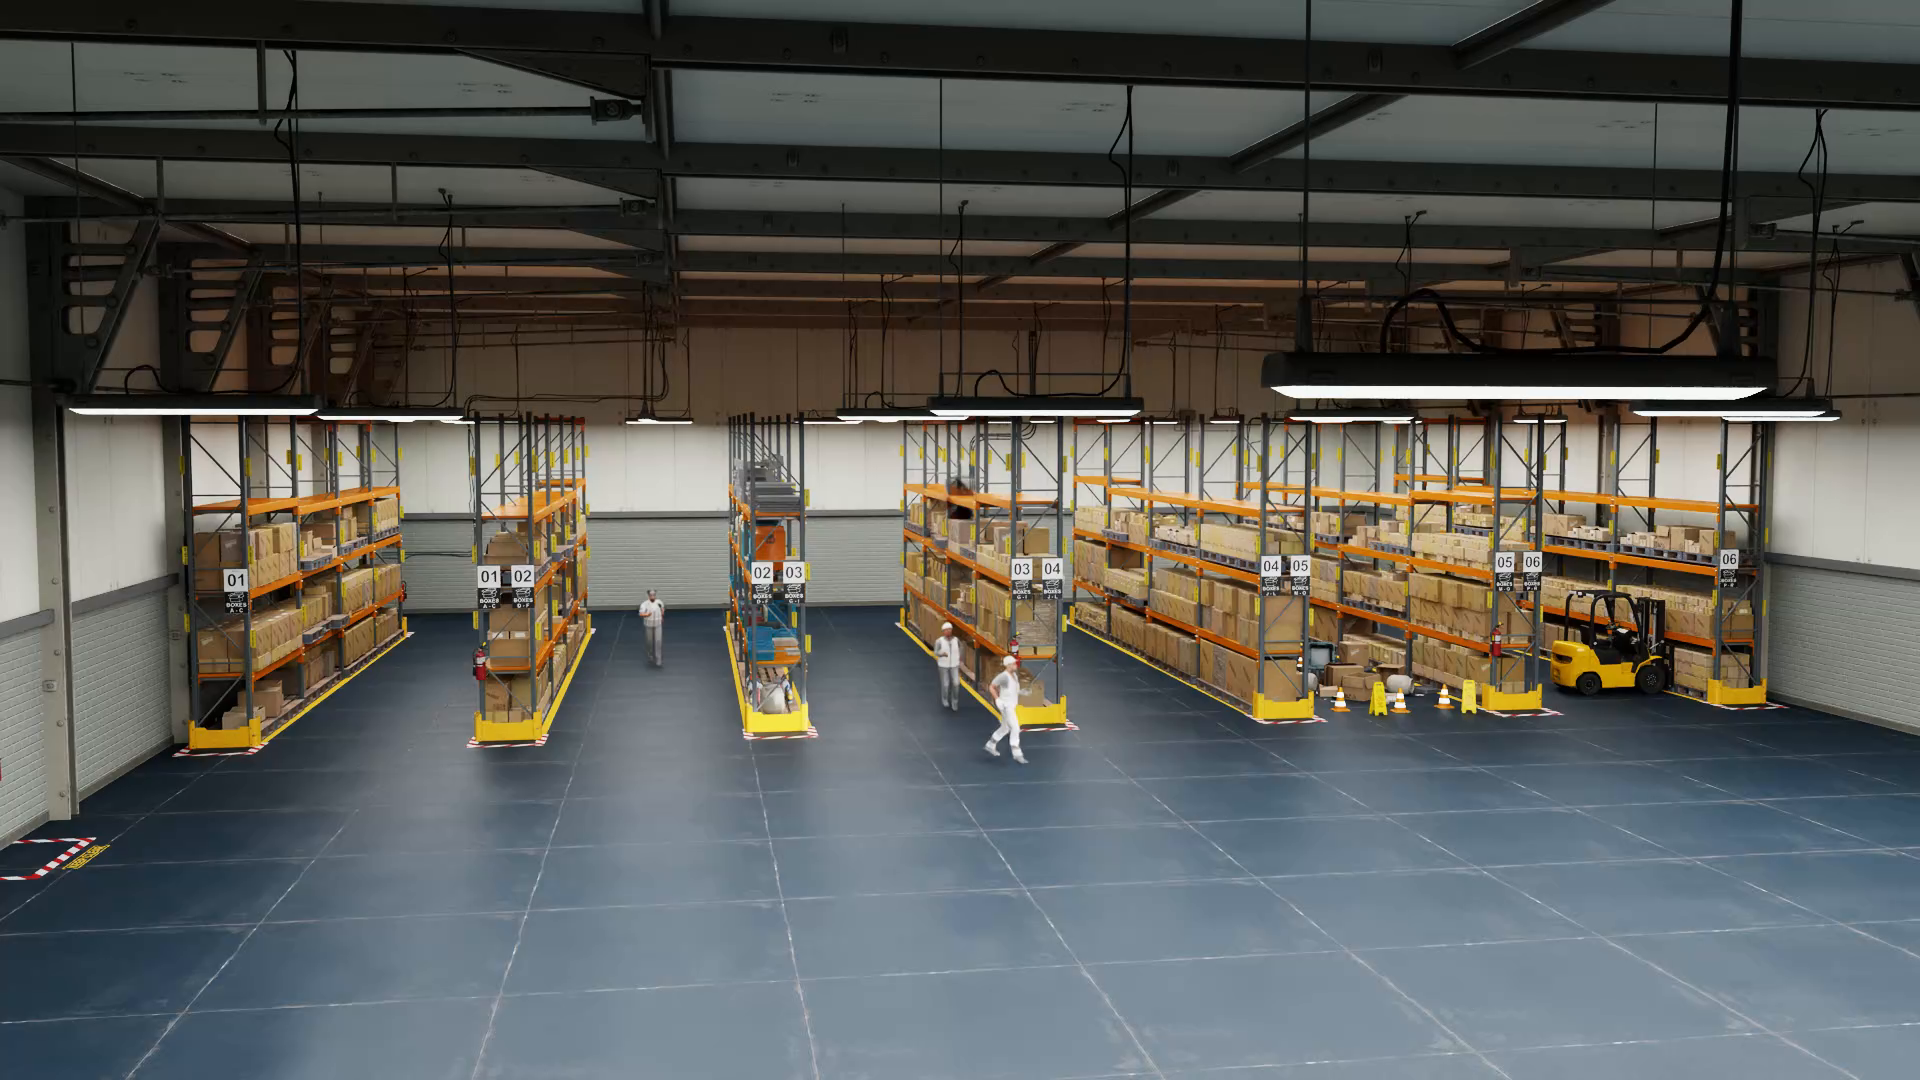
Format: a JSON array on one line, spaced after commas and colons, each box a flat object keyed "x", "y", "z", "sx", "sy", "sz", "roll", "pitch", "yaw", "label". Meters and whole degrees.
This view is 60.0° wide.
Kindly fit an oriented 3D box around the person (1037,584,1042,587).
[{"x": 2.417, "y": 1.751, "z": 46.369, "sx": 0.614, "sy": 1.720, "sz": 0.749, "roll": -1, "pitch": 4, "yaw": -11, "label": "person"}]

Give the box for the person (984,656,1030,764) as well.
[{"x": 0.808, "y": 2.885, "z": 28.485, "sx": 0.852, "sy": 1.821, "sz": 0.660, "roll": 1, "pitch": 4, "yaw": 20, "label": "person"}]

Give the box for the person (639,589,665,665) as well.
[{"x": -7.444, "y": 2.082, "z": 40.281, "sx": 0.657, "sy": 1.801, "sz": 0.924, "roll": -1, "pitch": 4, "yaw": -19, "label": "person"}]

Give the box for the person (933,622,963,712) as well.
[{"x": -0.225, "y": 2.568, "z": 33.566, "sx": 0.635, "sy": 1.822, "sz": 0.756, "roll": -1, "pitch": 4, "yaw": -9, "label": "person"}]
